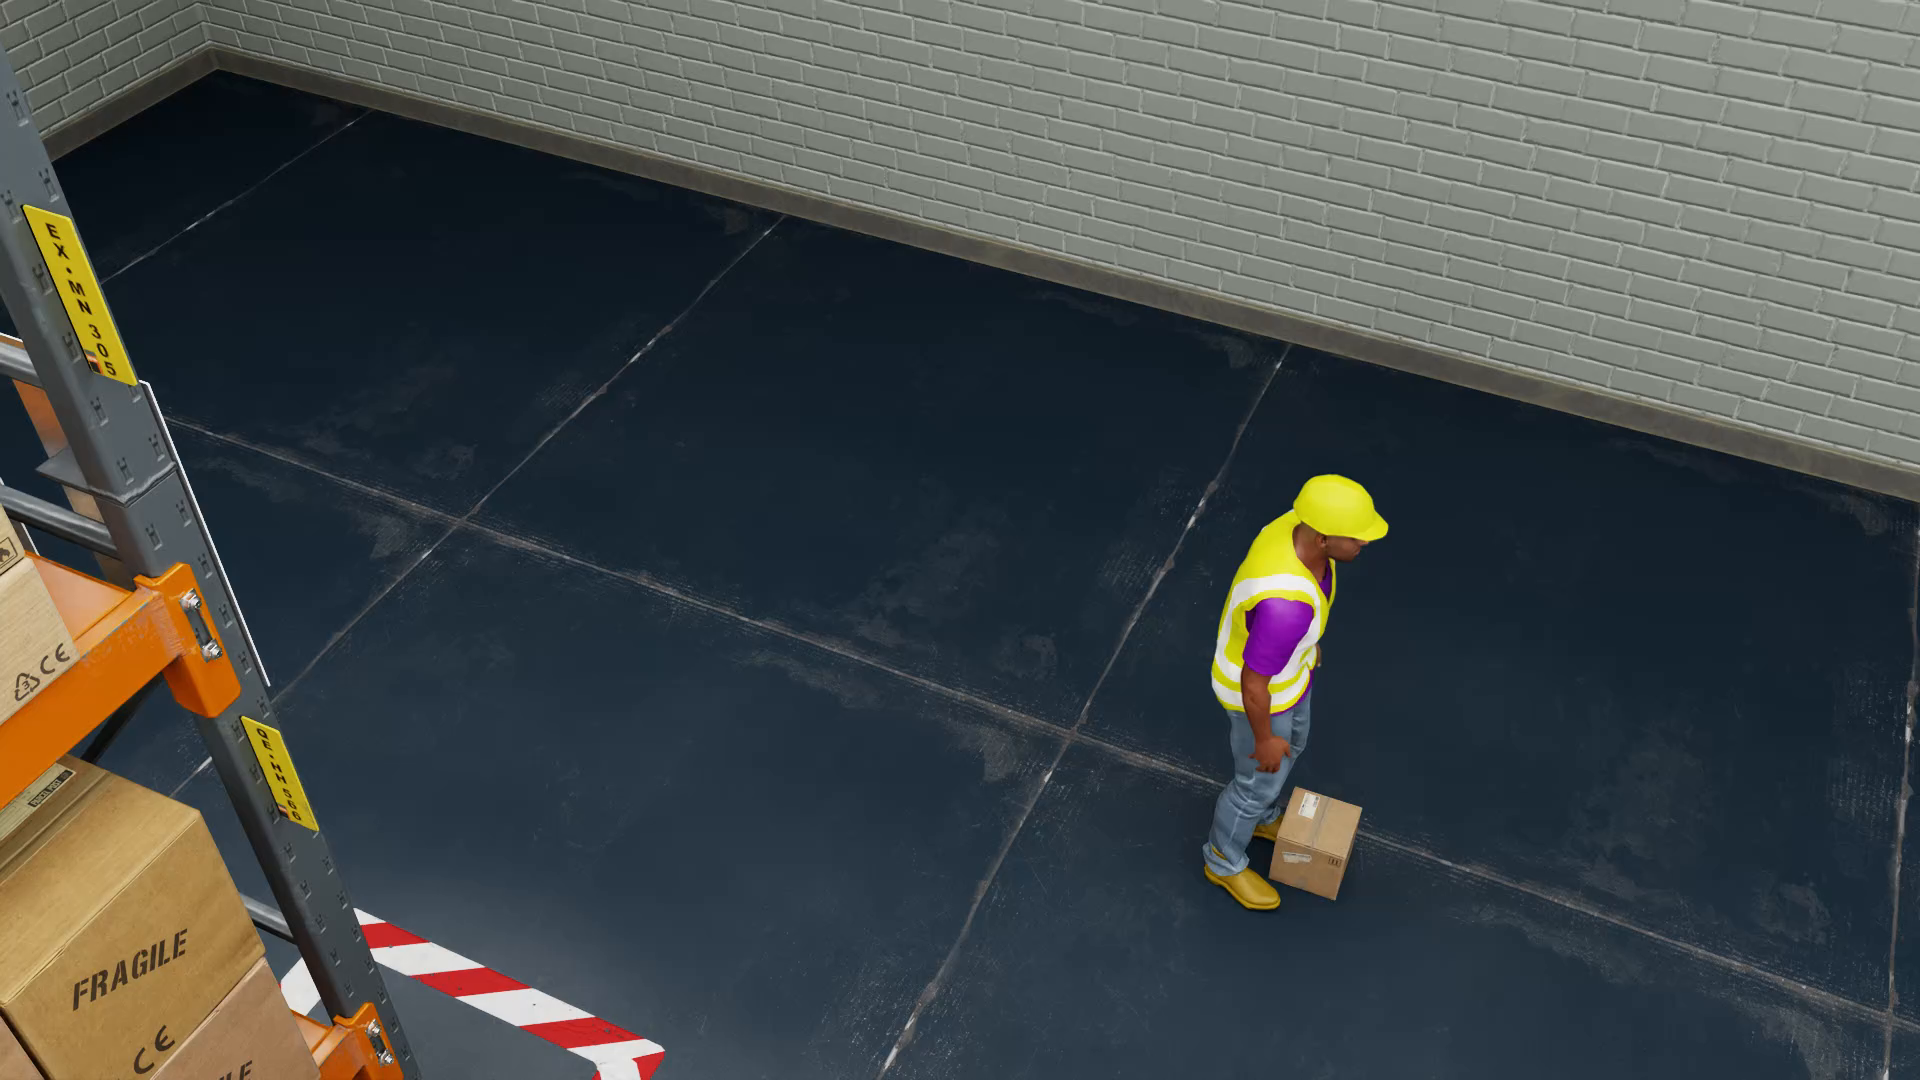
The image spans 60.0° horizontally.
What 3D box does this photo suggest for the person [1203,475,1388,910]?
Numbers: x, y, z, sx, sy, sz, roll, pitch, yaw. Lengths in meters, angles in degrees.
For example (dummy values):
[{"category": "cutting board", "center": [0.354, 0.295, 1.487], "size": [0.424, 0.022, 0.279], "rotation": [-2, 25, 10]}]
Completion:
[{"category": "person", "center": [1.084, 0.478, 5.610], "size": [0.457, 1.761, 0.638], "rotation": [16, 44, 17]}]
